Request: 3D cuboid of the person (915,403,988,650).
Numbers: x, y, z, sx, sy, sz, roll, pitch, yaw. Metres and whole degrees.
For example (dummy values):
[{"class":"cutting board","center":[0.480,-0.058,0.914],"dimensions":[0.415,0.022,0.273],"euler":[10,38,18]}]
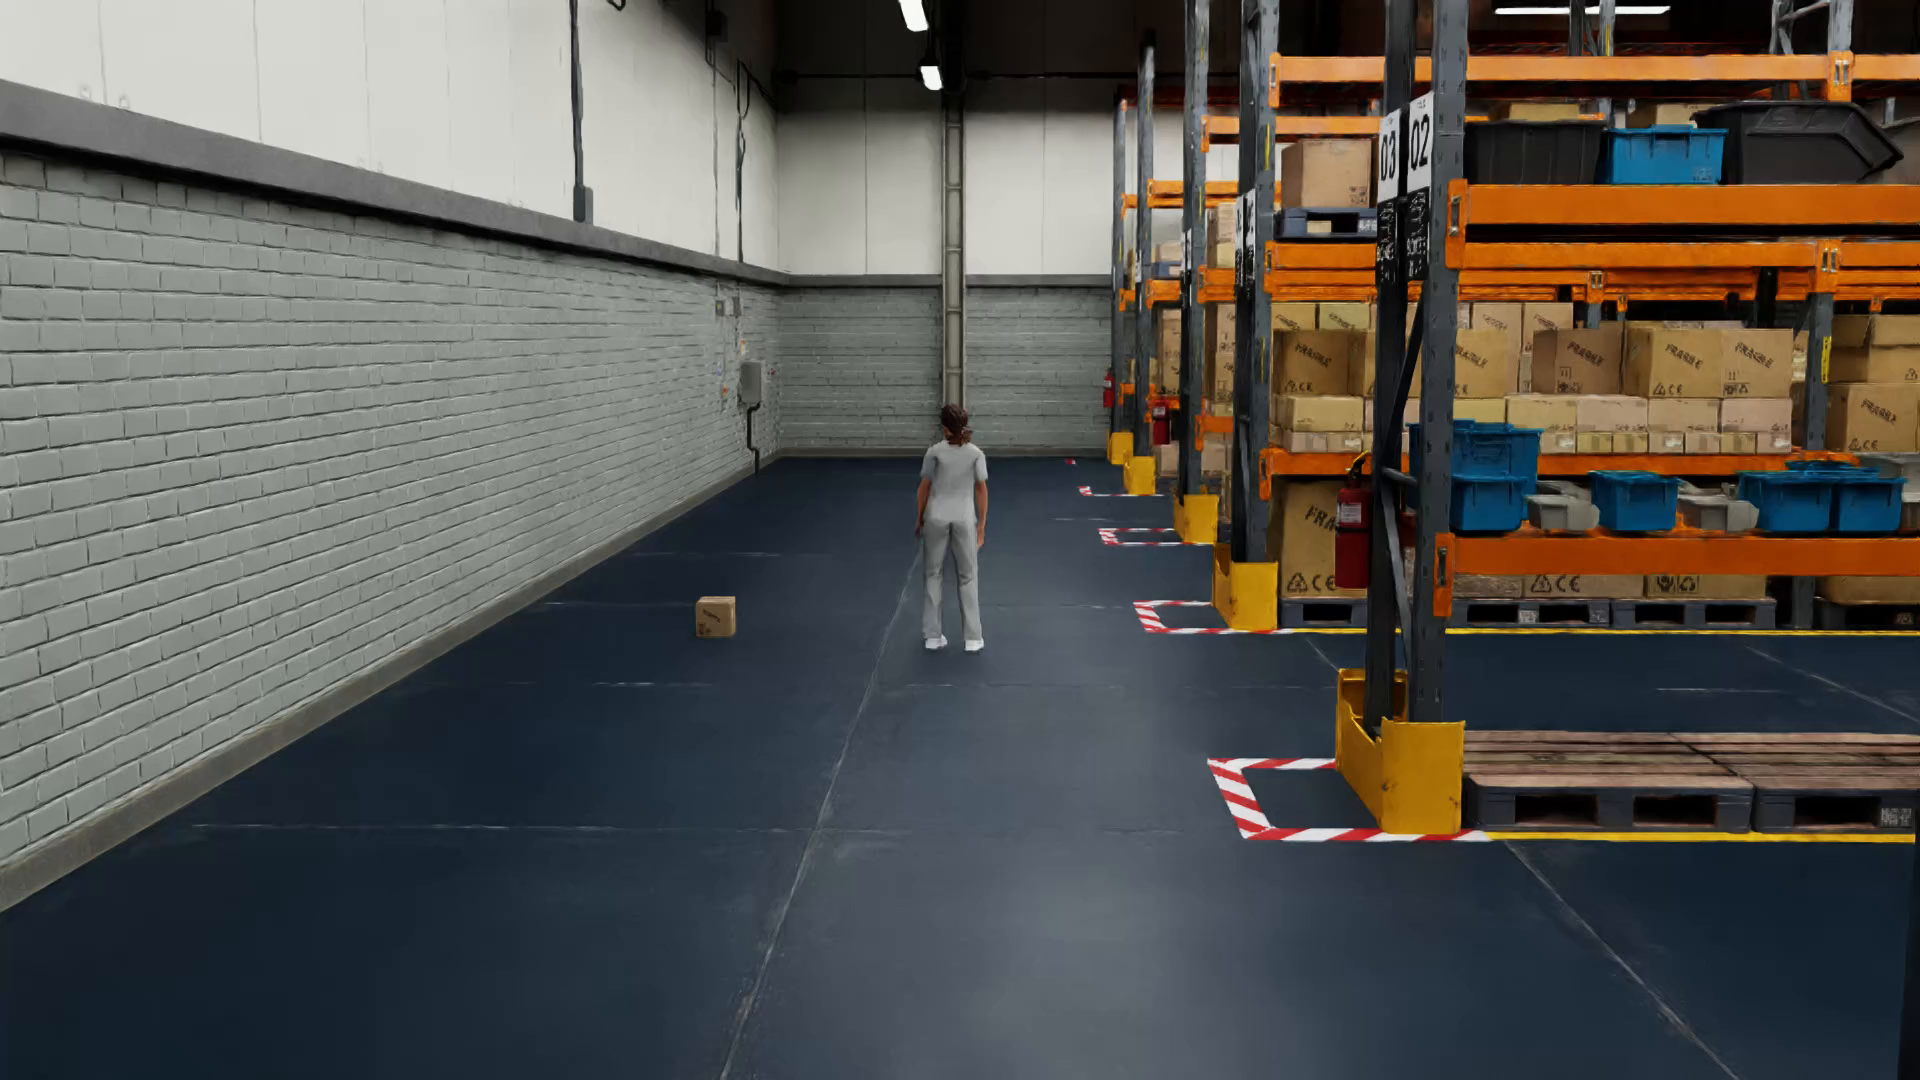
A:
[{"class":"person","center":[-0.057,-0.087,11.288],"dimensions":[0.492,1.679,0.372],"euler":[-1,7,-5]}]
